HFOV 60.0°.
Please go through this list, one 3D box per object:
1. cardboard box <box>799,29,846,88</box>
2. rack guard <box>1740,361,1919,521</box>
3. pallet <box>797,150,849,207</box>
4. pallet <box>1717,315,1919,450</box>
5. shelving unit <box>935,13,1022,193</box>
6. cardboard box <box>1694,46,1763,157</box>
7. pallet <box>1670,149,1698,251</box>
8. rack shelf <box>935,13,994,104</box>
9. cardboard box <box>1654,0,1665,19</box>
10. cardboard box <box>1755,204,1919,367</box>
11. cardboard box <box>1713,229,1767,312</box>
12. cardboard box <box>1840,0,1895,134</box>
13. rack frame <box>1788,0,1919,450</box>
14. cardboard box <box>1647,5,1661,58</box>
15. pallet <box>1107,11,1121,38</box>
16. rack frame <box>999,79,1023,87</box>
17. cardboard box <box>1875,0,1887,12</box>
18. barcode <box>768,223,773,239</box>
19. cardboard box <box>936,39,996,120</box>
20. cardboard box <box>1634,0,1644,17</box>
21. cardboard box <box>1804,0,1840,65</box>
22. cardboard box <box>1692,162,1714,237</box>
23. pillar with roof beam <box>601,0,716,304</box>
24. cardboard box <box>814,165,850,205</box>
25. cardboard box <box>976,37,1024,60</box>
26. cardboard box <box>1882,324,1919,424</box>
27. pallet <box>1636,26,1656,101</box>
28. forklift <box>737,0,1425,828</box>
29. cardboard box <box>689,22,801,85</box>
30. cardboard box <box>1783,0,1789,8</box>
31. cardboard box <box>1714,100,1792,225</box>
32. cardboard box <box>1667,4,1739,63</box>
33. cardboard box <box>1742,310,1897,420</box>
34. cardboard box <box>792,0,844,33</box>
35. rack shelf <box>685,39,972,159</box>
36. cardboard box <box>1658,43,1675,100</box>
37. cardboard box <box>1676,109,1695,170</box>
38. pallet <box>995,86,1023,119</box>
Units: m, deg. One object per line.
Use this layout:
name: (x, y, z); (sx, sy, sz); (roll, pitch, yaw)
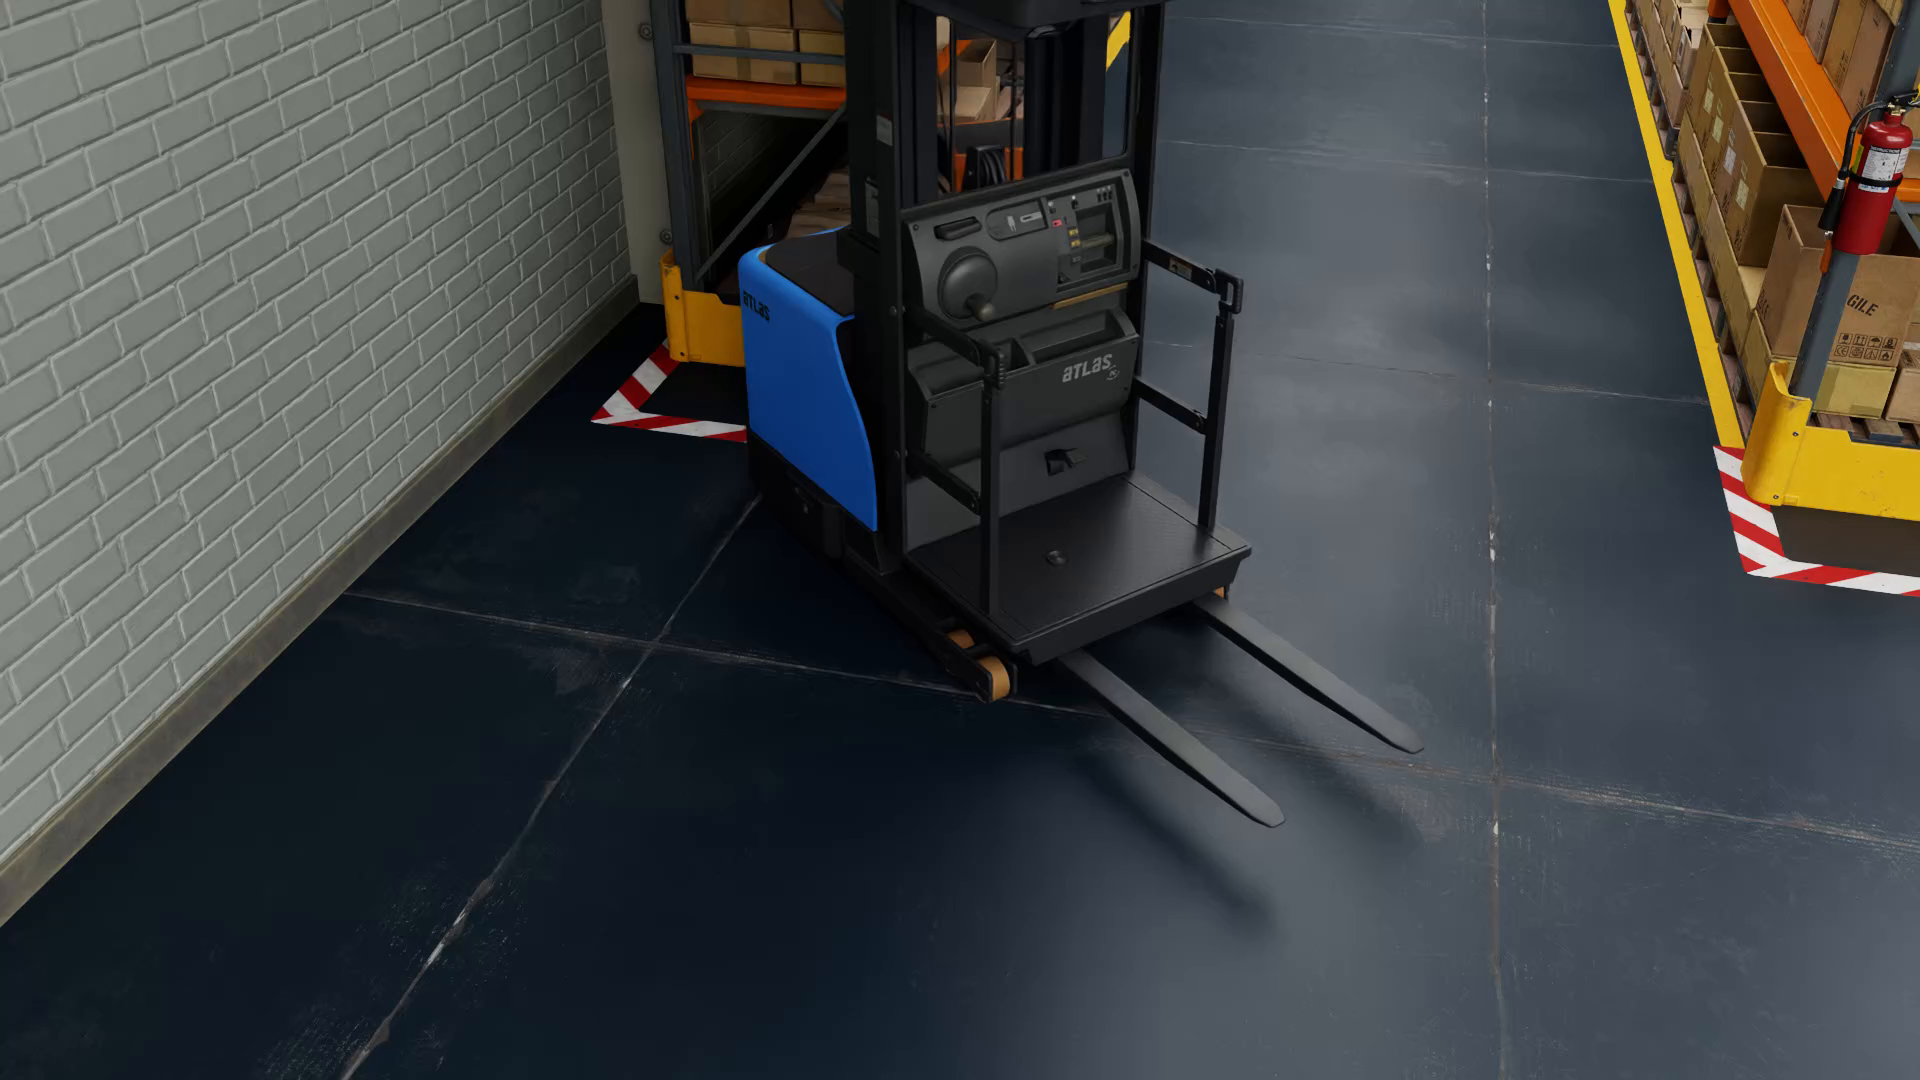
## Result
cardboard box: (-0.424, -2.276, 7.656); (0.500, 0.250, 0.500); (7, 33, 11)
rack guard: (3.932, -0.381, 6.884); (1.175, 0.500, 0.348); (8, 33, 12)
pallet: (-0.284, -2.032, 9.749); (1.003, 0.211, 1.213); (8, 33, 12)
pallet: (4.091, -0.674, 7.614); (1.003, 0.211, 1.213); (8, 33, 12)
shelving unit: (0.149, -1.560, 7.247); (0.503, 2.100, 0.431); (-9, 33, -13)
cardboard box: (4.413, -2.399, 9.200); (0.500, 0.500, 0.500); (8, 33, 12)
pallet: (4.710, -1.941, 9.606); (1.003, 0.211, 1.213); (8, 33, 12)
rack shelf: (0.149, -2.140, 6.879); (0.480, 0.518, 0.431); (-9, 33, -13)
cardboard box: (5.164, -3.817, 11.607); (0.500, 0.311, 0.500); (8, 33, 12)
cardboard box: (3.786, -1.101, 7.158); (0.500, 0.500, 0.500); (8, 33, 12)
cardboard box: (4.028, -1.305, 8.178); (0.500, 0.250, 0.500); (8, 33, 12)
cardboard box: (4.197, -2.004, 7.014); (0.700, 0.500, 0.500); (9, 34, 14)
rack frame: (3.938, -1.449, 6.233); (1.000, 3.000, 0.127); (8, 33, 12)
cardboard box: (5.168, -3.587, 11.769); (0.500, 0.250, 0.500); (9, 33, 13)
pallet: (0.664, -4.059, 12.939); (1.003, 0.211, 1.213); (8, 33, 12)
rack frame: (0.160, -4.197, 10.556); (1.000, 3.000, 0.127); (8, 33, 12)
cardboard box: (3.980, -2.257, 6.807); (0.380, 0.149, 0.250); (8, 33, 12)
barcode: (-0.975, -1.587, 8.537); (0.001, 0.075, 0.075); (8, 33, 12)
cardboard box: (-0.064, -2.783, 10.252); (0.500, 0.500, 0.500); (6, 33, 9)
cardboard box: (5.424, -4.124, 12.613); (0.500, 0.250, 0.500); (7, 33, 11)
cardboard box: (4.459, -2.535, 7.848); (0.700, 0.500, 0.500); (9, 34, 14)
cardboard box: (4.278, -1.824, 8.995); (0.500, 0.250, 0.500); (8, 33, 12)
pillar with roof beam: (2.650, -4.548, 5.516); (9.100, 9.000, 0.400); (8, 33, 12)
cardboard box: (-0.448, -1.815, 8.905); (0.500, 0.311, 0.500); (11, 34, 16)
cardboard box: (0.331, -3.712, 11.713); (0.700, 0.500, 0.500); (9, 34, 14)
cardboard box: (4.289, -0.713, 7.248); (0.500, 0.250, 0.500); (8, 33, 12)
pallet: (5.410, -3.370, 11.855); (1.003, 0.211, 1.213); (8, 33, 12)
forklift: (0.355, -0.959, 5.526); (1.130, 2.935, 3.031); (-20, 38, -28)
cardboard box: (-0.924, -2.335, 7.748); (0.500, 0.250, 0.500); (8, 33, 13)
cardboard box: (4.719, -3.061, 8.675); (0.700, 0.500, 0.500); (8, 33, 12)
cardboard box: (4.154, -1.881, 8.385); (0.500, 0.500, 0.500); (8, 33, 12)
cardboard box: (4.904, -3.298, 10.790); (0.500, 0.311, 0.500); (9, 34, 14)
cardboard box: (3.788, -0.784, 7.359); (0.500, 0.250, 0.500); (8, 33, 12)
cardboard box: (-0.443, -2.589, 7.449); (0.500, 0.500, 0.500); (8, 33, 12)
rack shelf: (-0.347, -2.855, 9.116); (1.077, 0.370, 4.000); (8, 33, 12)
cardboard box: (4.908, -3.058, 10.936); (0.500, 0.250, 0.500); (8, 33, 12)
cardboard box: (4.542, -2.342, 9.809); (0.500, 0.250, 0.500); (8, 33, 12)
pallet: (0.024, -2.667, 10.748); (1.003, 0.211, 1.213); (8, 33, 12)
